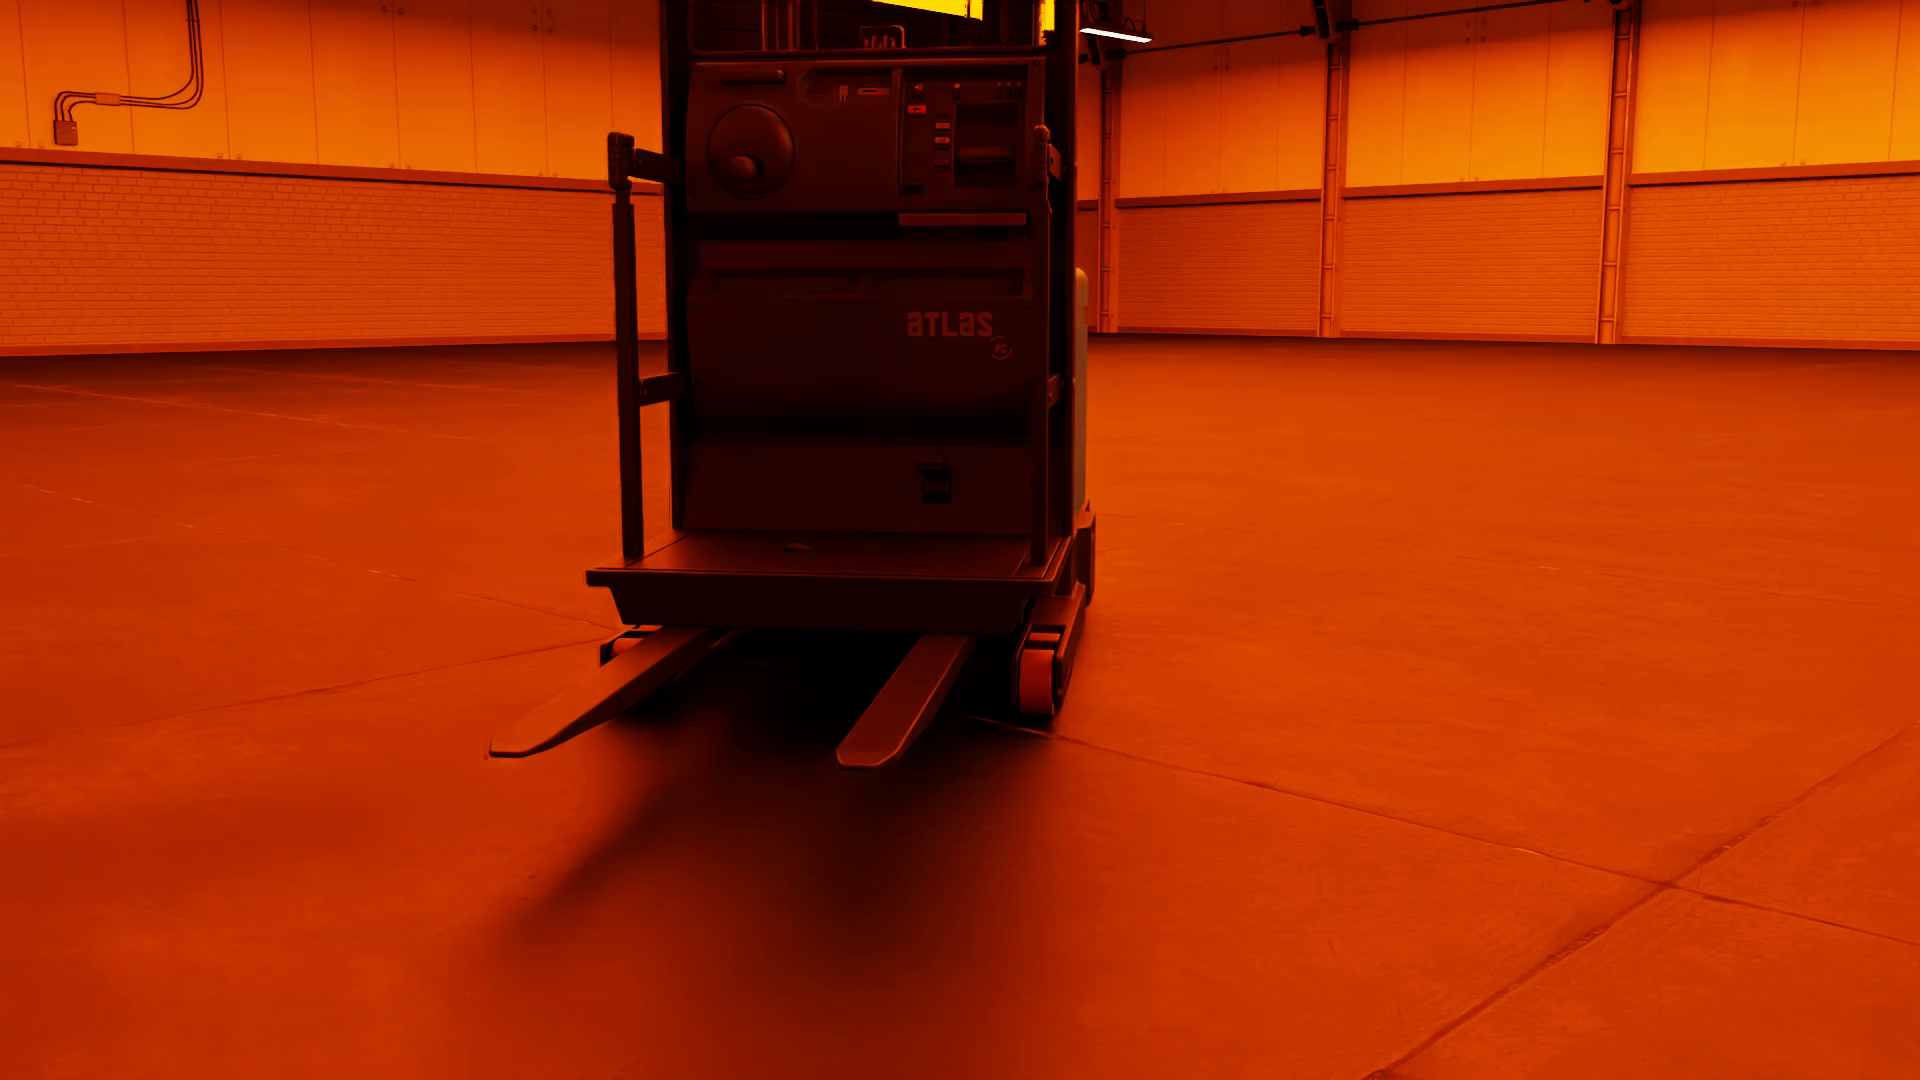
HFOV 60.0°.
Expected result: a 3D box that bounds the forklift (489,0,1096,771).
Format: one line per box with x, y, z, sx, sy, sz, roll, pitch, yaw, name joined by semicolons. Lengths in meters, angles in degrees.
-0.271;-1.084;4.075;1.130;2.935;3.031;1;9;7;forklift
